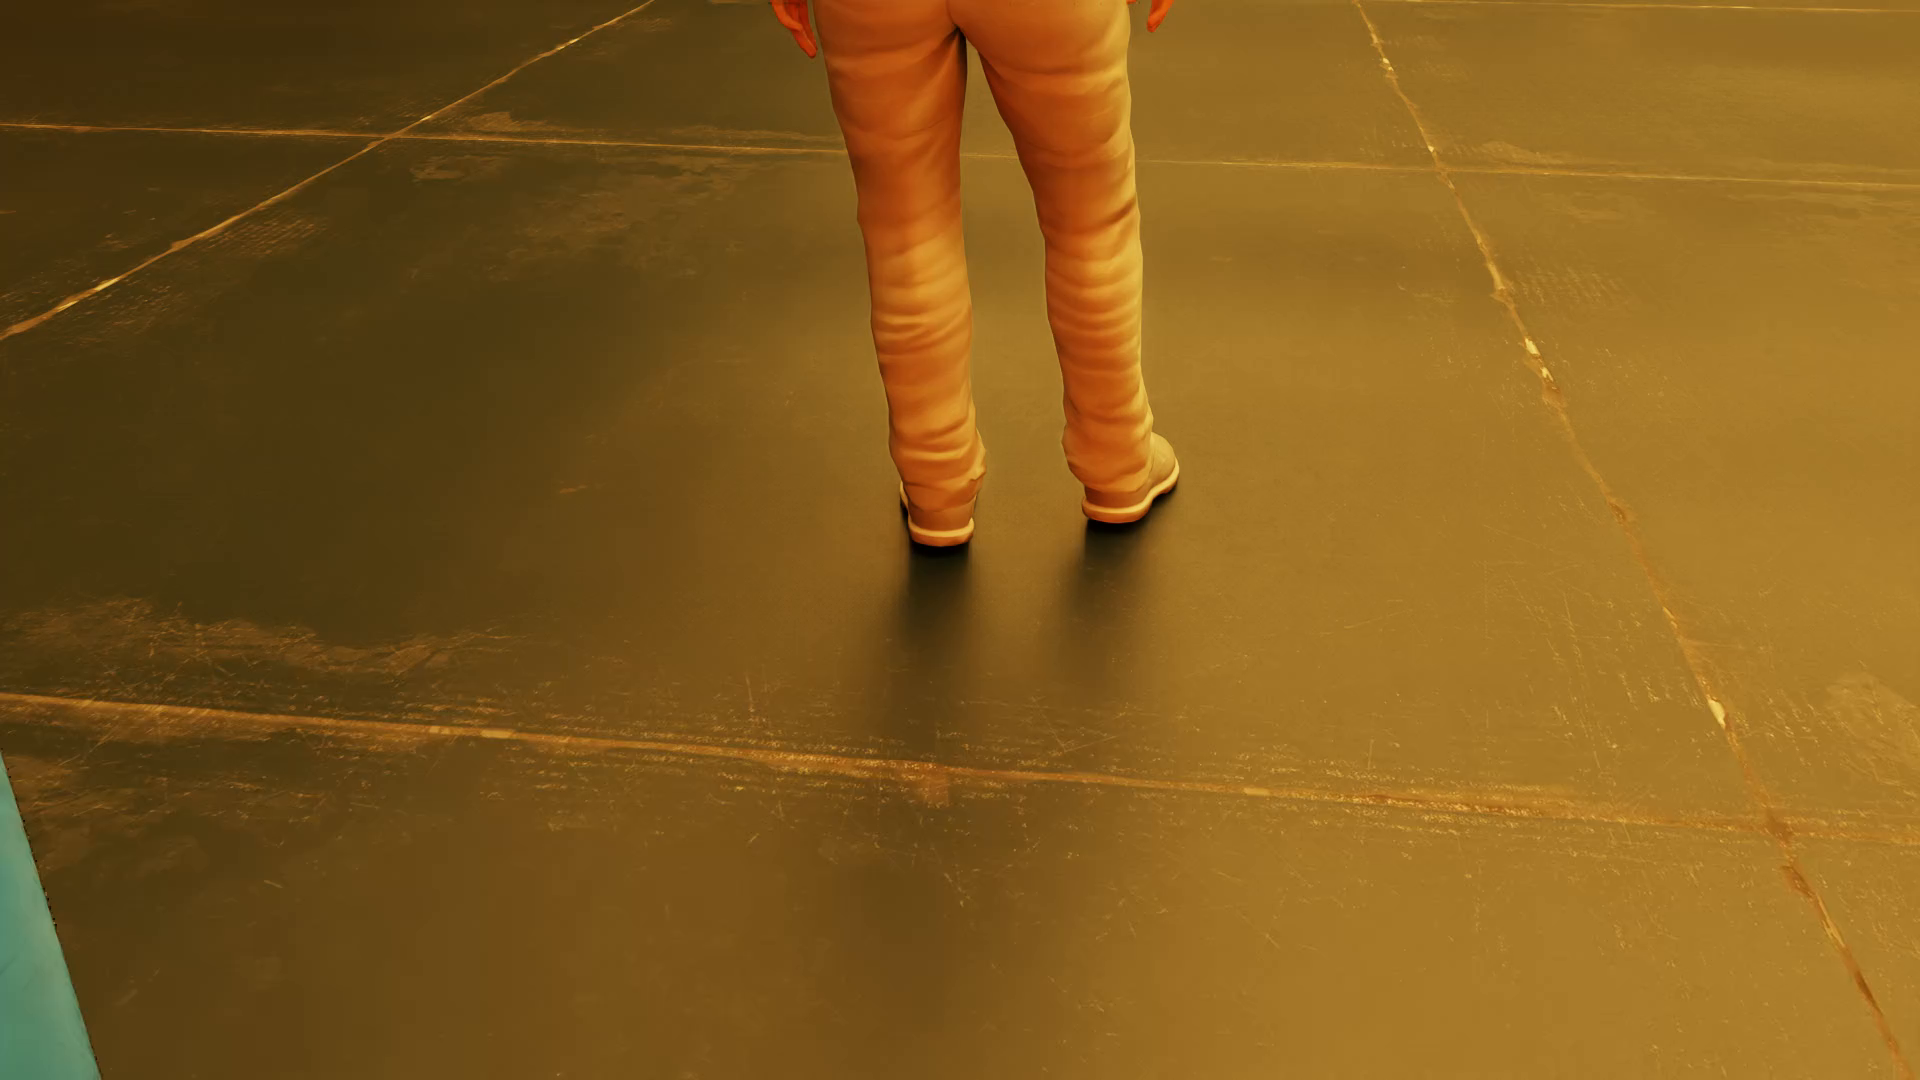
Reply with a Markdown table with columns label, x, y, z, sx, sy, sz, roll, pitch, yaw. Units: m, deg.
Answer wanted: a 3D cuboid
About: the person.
| label | x | y | z | sx | sy | sz | roll | pitch | yaw |
| --- | --- | --- | --- | --- | --- | --- | --- | --- | --- |
| person | 0.036 | -0.784 | 2.190 | 0.593 | 1.670 | 0.529 | 3 | 27 | 7 |
